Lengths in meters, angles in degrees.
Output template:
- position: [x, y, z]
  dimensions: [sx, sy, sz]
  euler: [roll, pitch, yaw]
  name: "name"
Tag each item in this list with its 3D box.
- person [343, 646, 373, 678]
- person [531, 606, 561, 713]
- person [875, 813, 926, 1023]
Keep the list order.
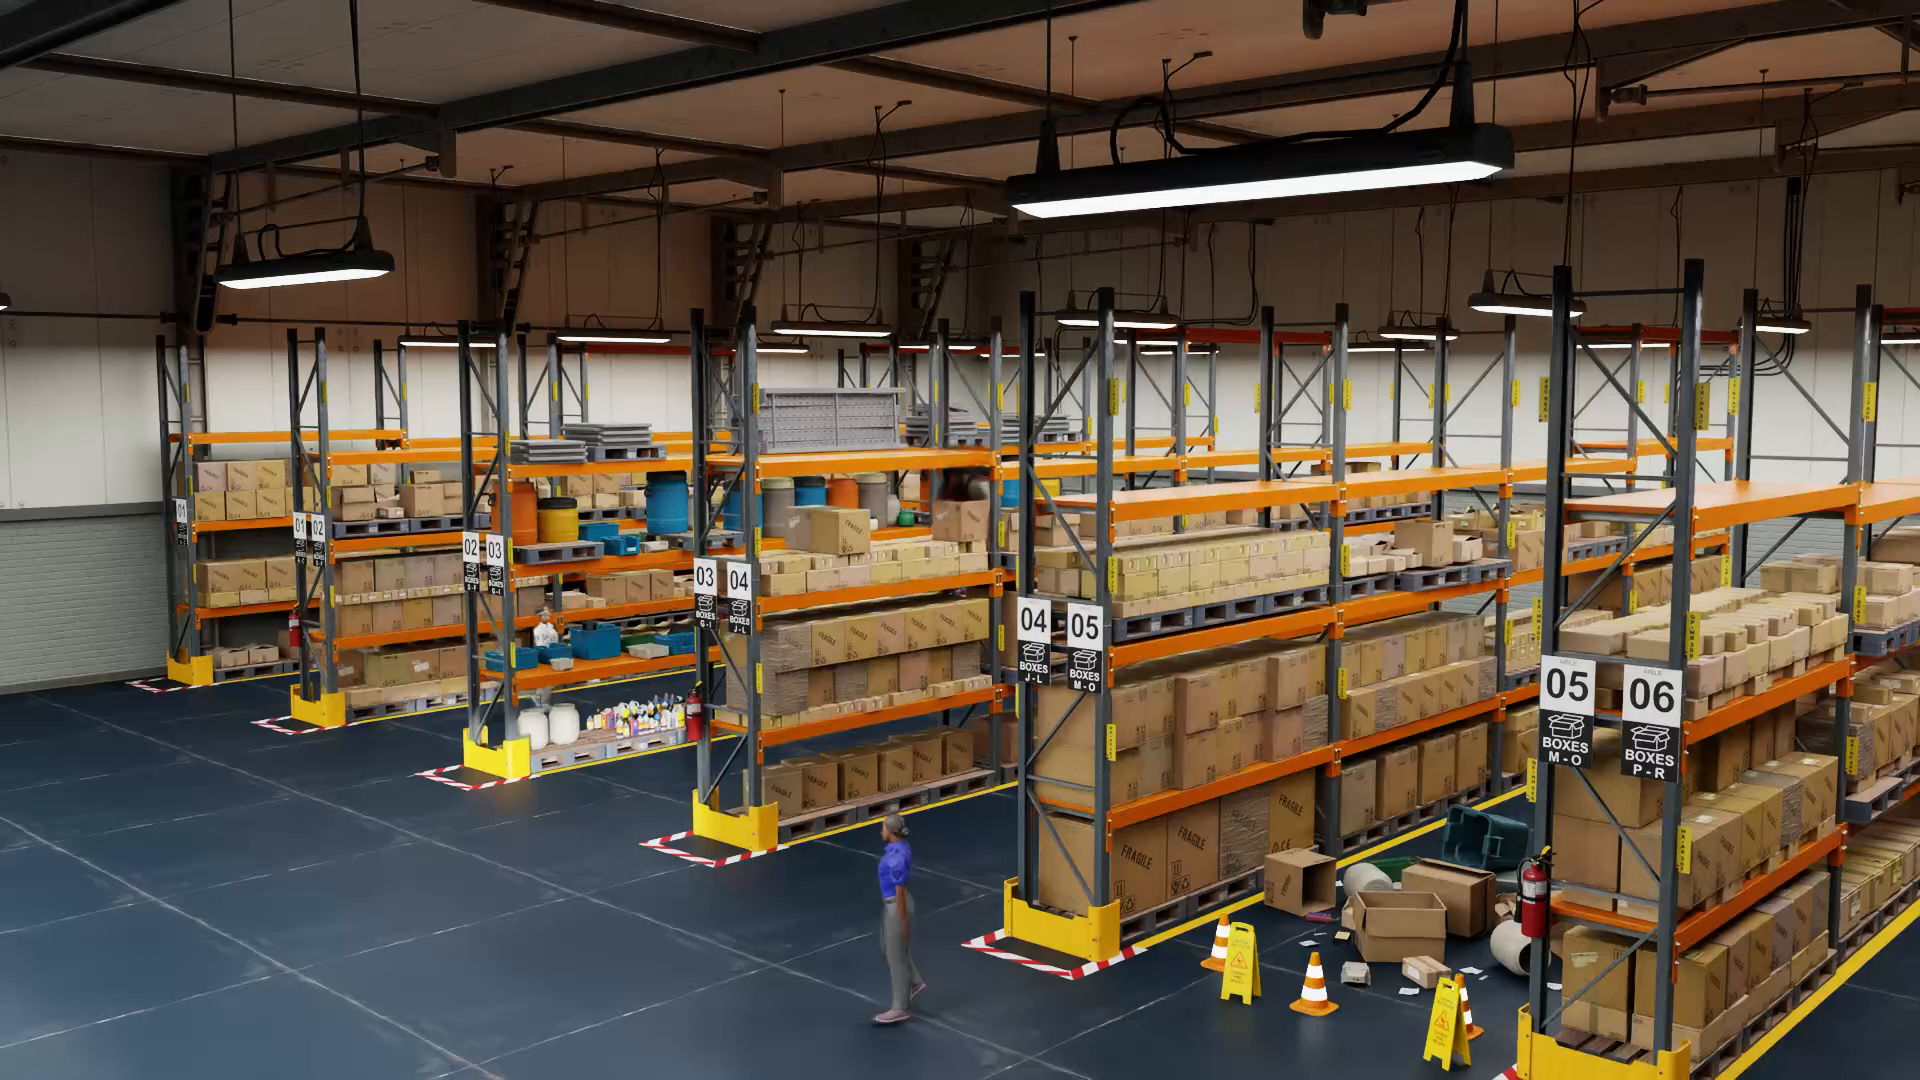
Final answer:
- position: [-9.972, 1.776, 27.455]
  dimensions: [0.664, 1.679, 0.567]
  euler: [-2, 6, -19]
  name: "person"
- position: [-6.484, 1.868, 26.035]
  dimensions: [0.473, 1.684, 0.481]
  euler: [-1, 6, -13]
  name: "person"
- position: [-0.485, 3.056, 13.596]
  dimensions: [0.391, 1.676, 0.566]
  euler: [0, 5, 3]
  name: "person"
